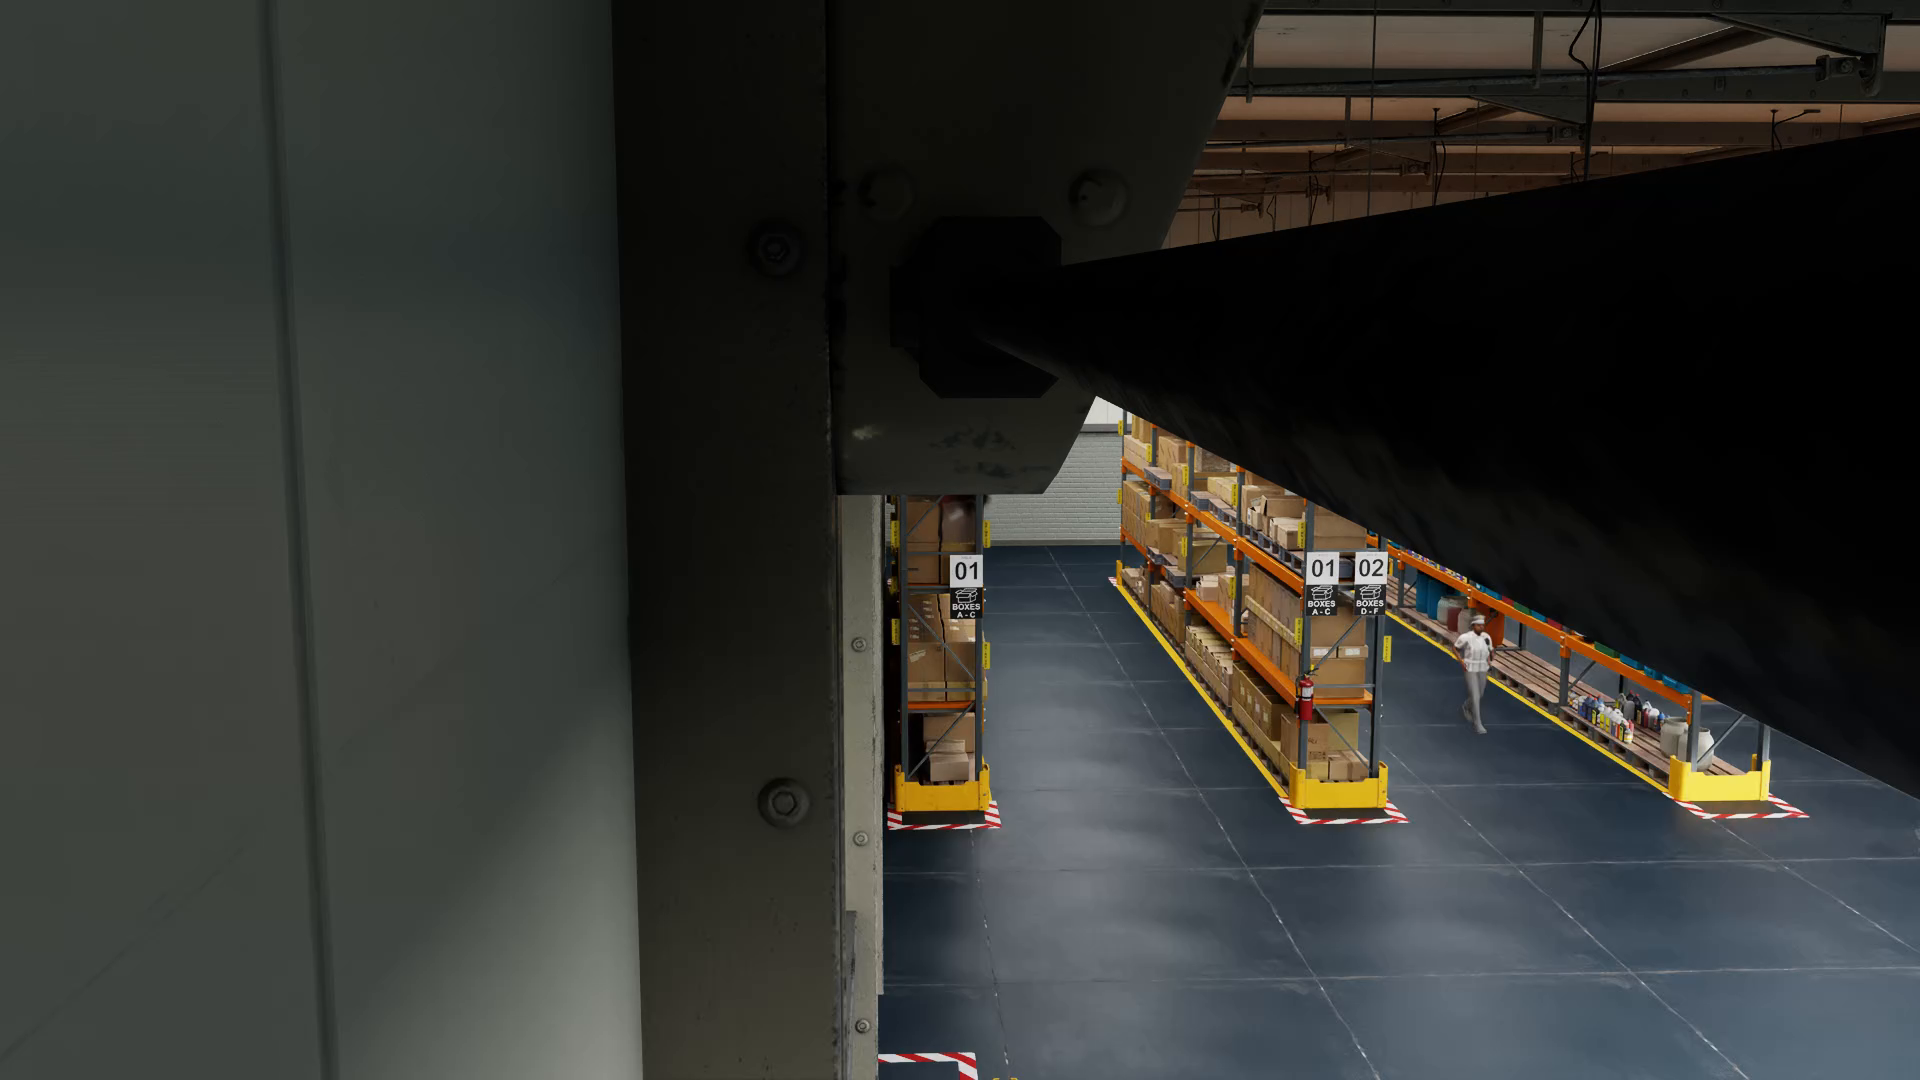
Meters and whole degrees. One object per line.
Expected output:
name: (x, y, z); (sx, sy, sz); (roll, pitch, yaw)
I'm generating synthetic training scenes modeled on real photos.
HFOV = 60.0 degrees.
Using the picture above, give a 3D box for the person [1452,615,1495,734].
person: (7.530, 1.915, 24.303); (0.591, 1.699, 0.835); (-2, 9, -10)
